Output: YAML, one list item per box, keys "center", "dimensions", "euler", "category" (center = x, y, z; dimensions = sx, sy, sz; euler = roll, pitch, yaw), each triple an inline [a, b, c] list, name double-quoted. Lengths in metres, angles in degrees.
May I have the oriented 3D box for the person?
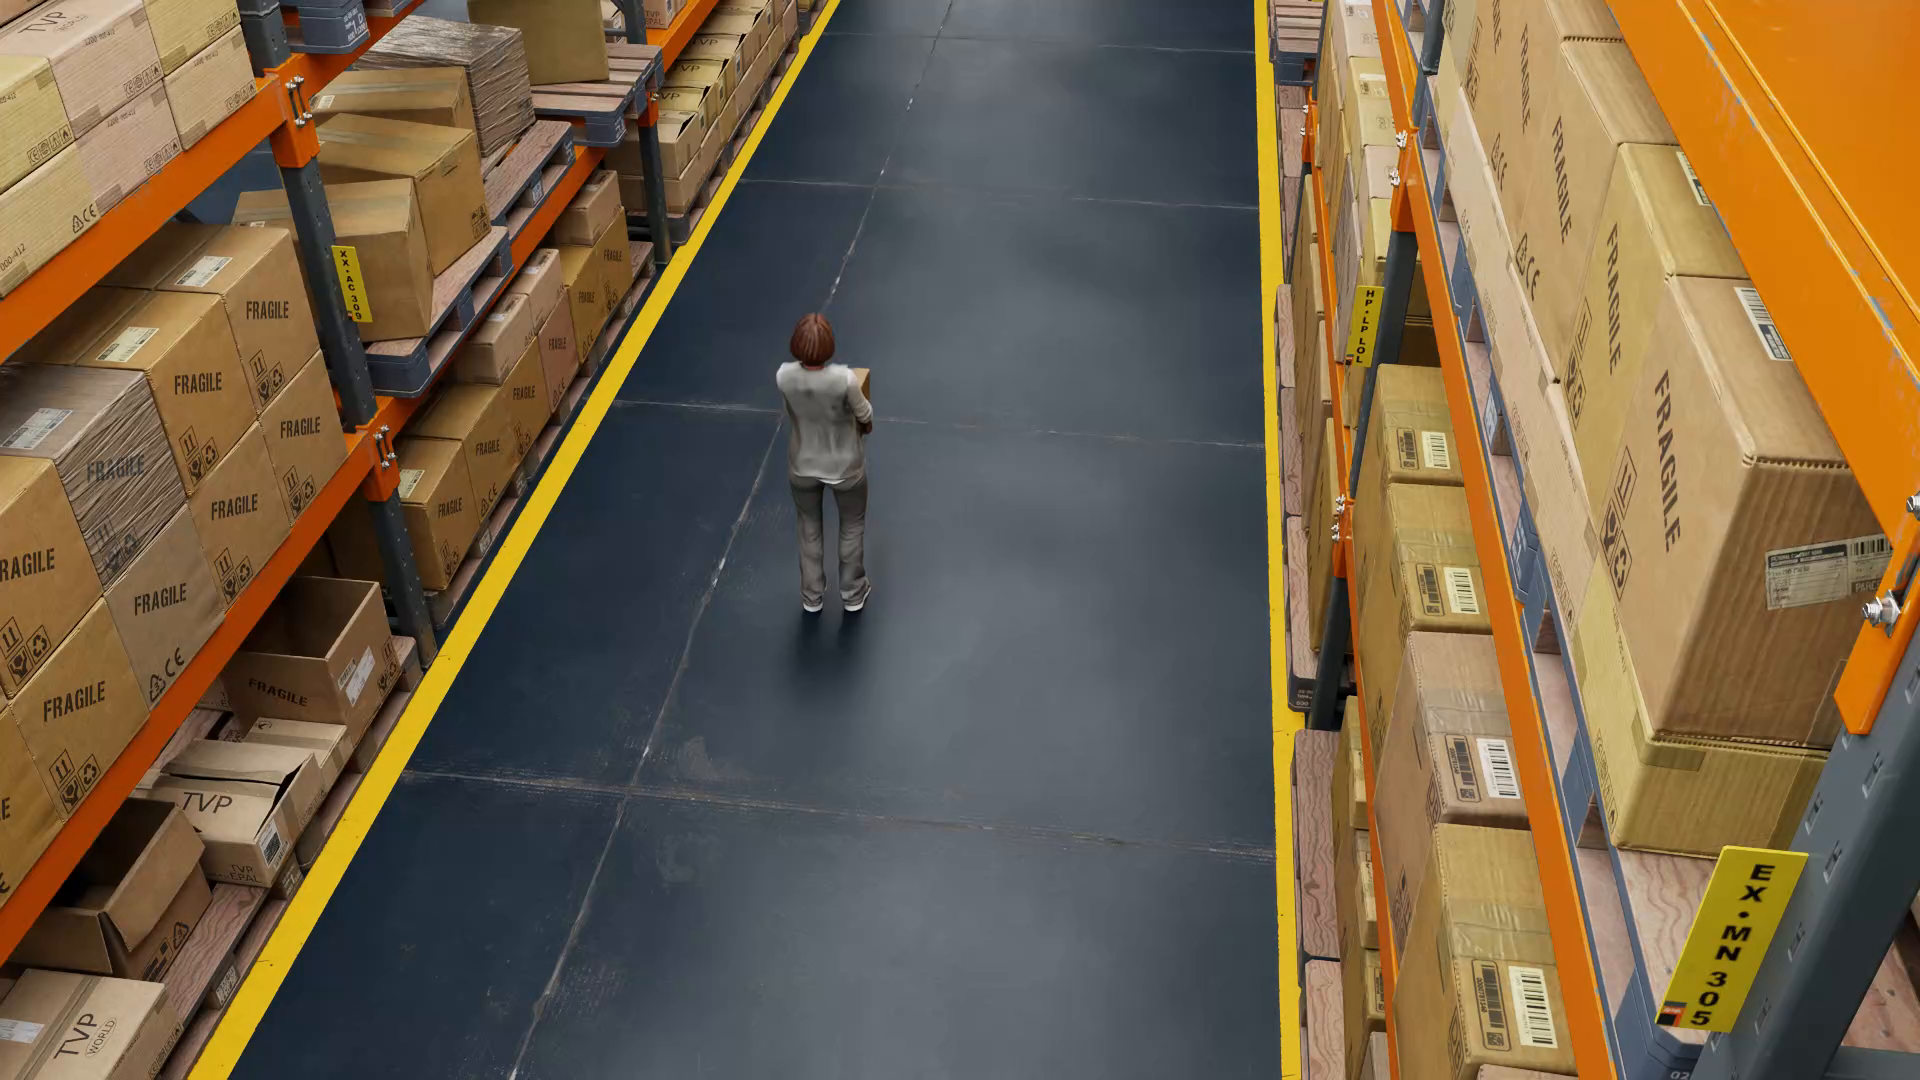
- center: [-0.587, -0.383, 7.565]
  dimensions: [0.404, 1.591, 0.497]
  euler: [5, 37, 7]
  category: "person"
